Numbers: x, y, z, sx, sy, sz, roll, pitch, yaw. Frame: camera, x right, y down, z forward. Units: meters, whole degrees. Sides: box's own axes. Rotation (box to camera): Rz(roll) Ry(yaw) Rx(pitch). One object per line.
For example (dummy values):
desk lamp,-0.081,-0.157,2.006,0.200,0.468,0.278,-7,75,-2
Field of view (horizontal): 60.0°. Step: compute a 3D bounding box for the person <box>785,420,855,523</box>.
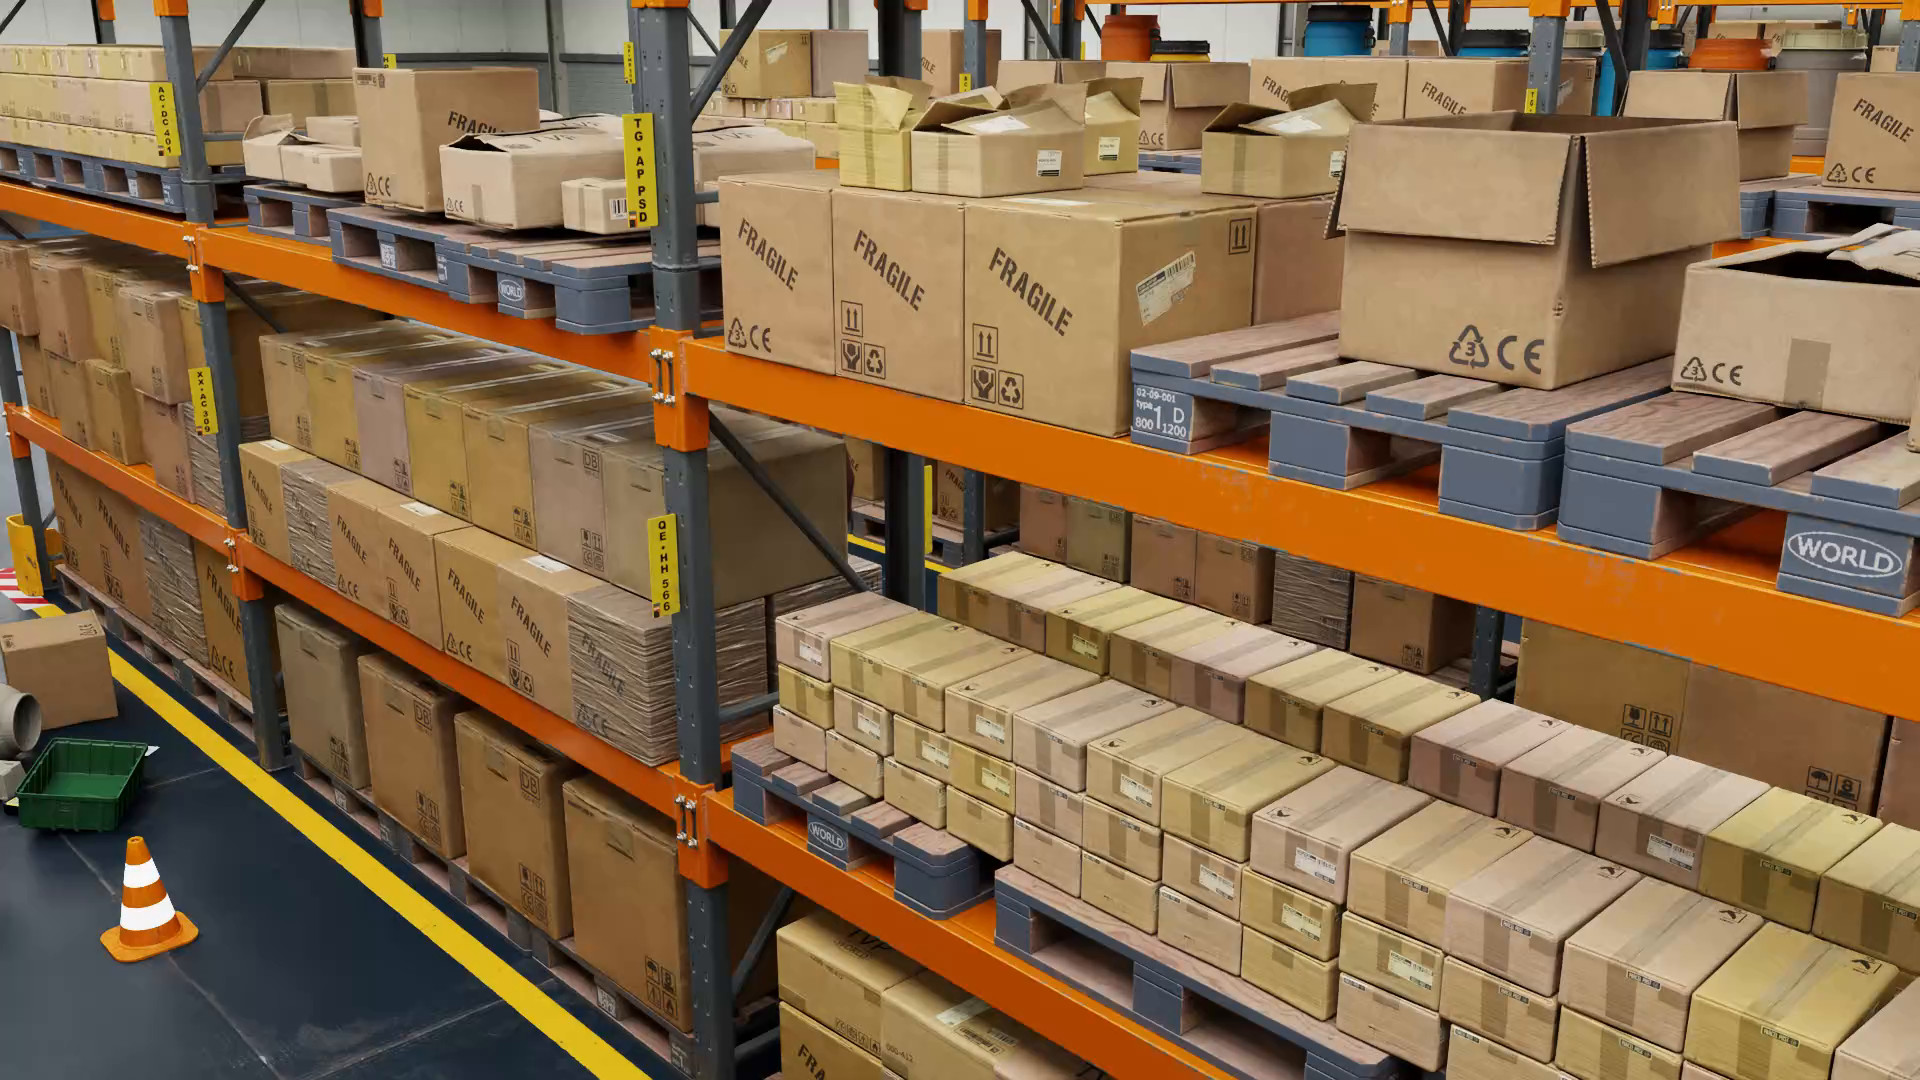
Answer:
person,-0.896,-0.052,9.738,0.642,1.774,0.423,-15,23,-41
